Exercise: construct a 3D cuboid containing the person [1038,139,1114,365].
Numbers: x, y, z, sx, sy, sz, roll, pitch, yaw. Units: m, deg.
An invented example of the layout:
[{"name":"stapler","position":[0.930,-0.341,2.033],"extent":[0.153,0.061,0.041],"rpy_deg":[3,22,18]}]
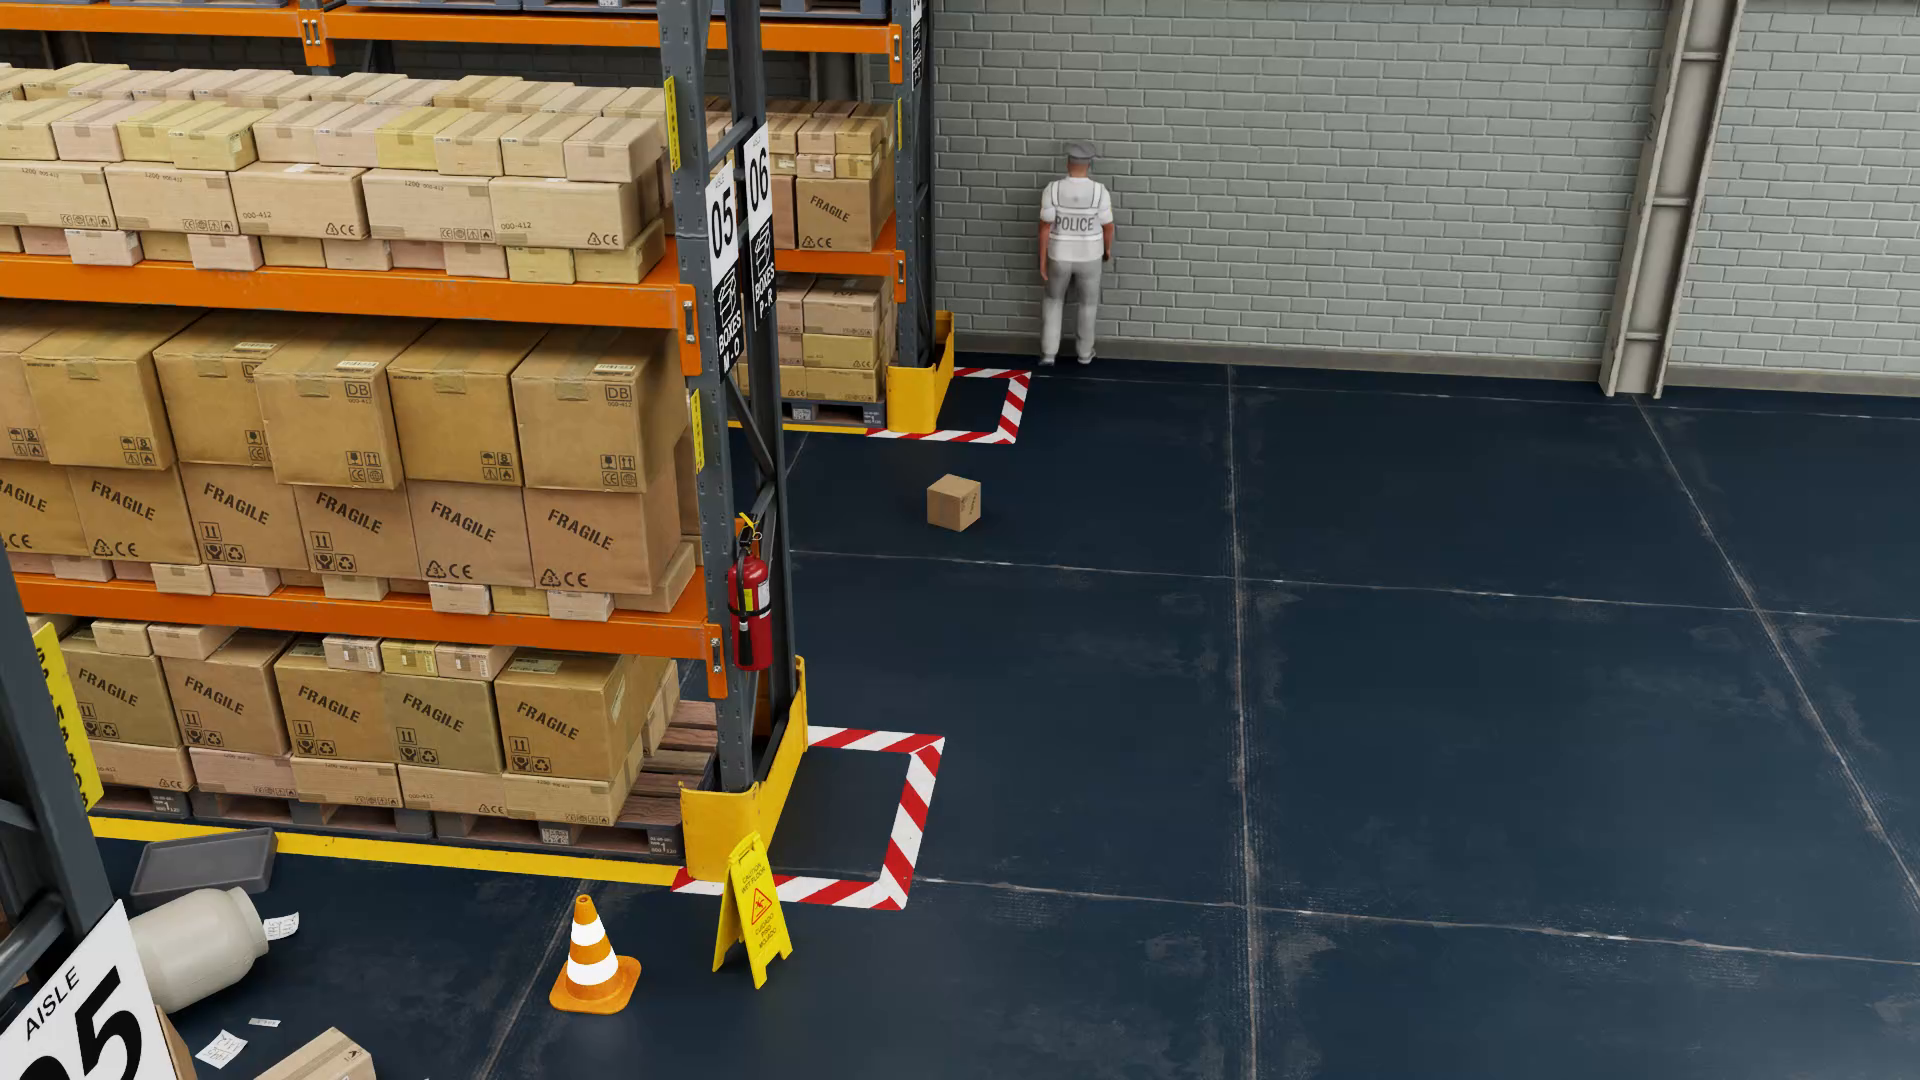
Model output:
[{"name":"person","position":[0.879,-2.141,12.629],"extent":[0.558,1.829,0.522],"rpy_deg":[4,28,7]}]
